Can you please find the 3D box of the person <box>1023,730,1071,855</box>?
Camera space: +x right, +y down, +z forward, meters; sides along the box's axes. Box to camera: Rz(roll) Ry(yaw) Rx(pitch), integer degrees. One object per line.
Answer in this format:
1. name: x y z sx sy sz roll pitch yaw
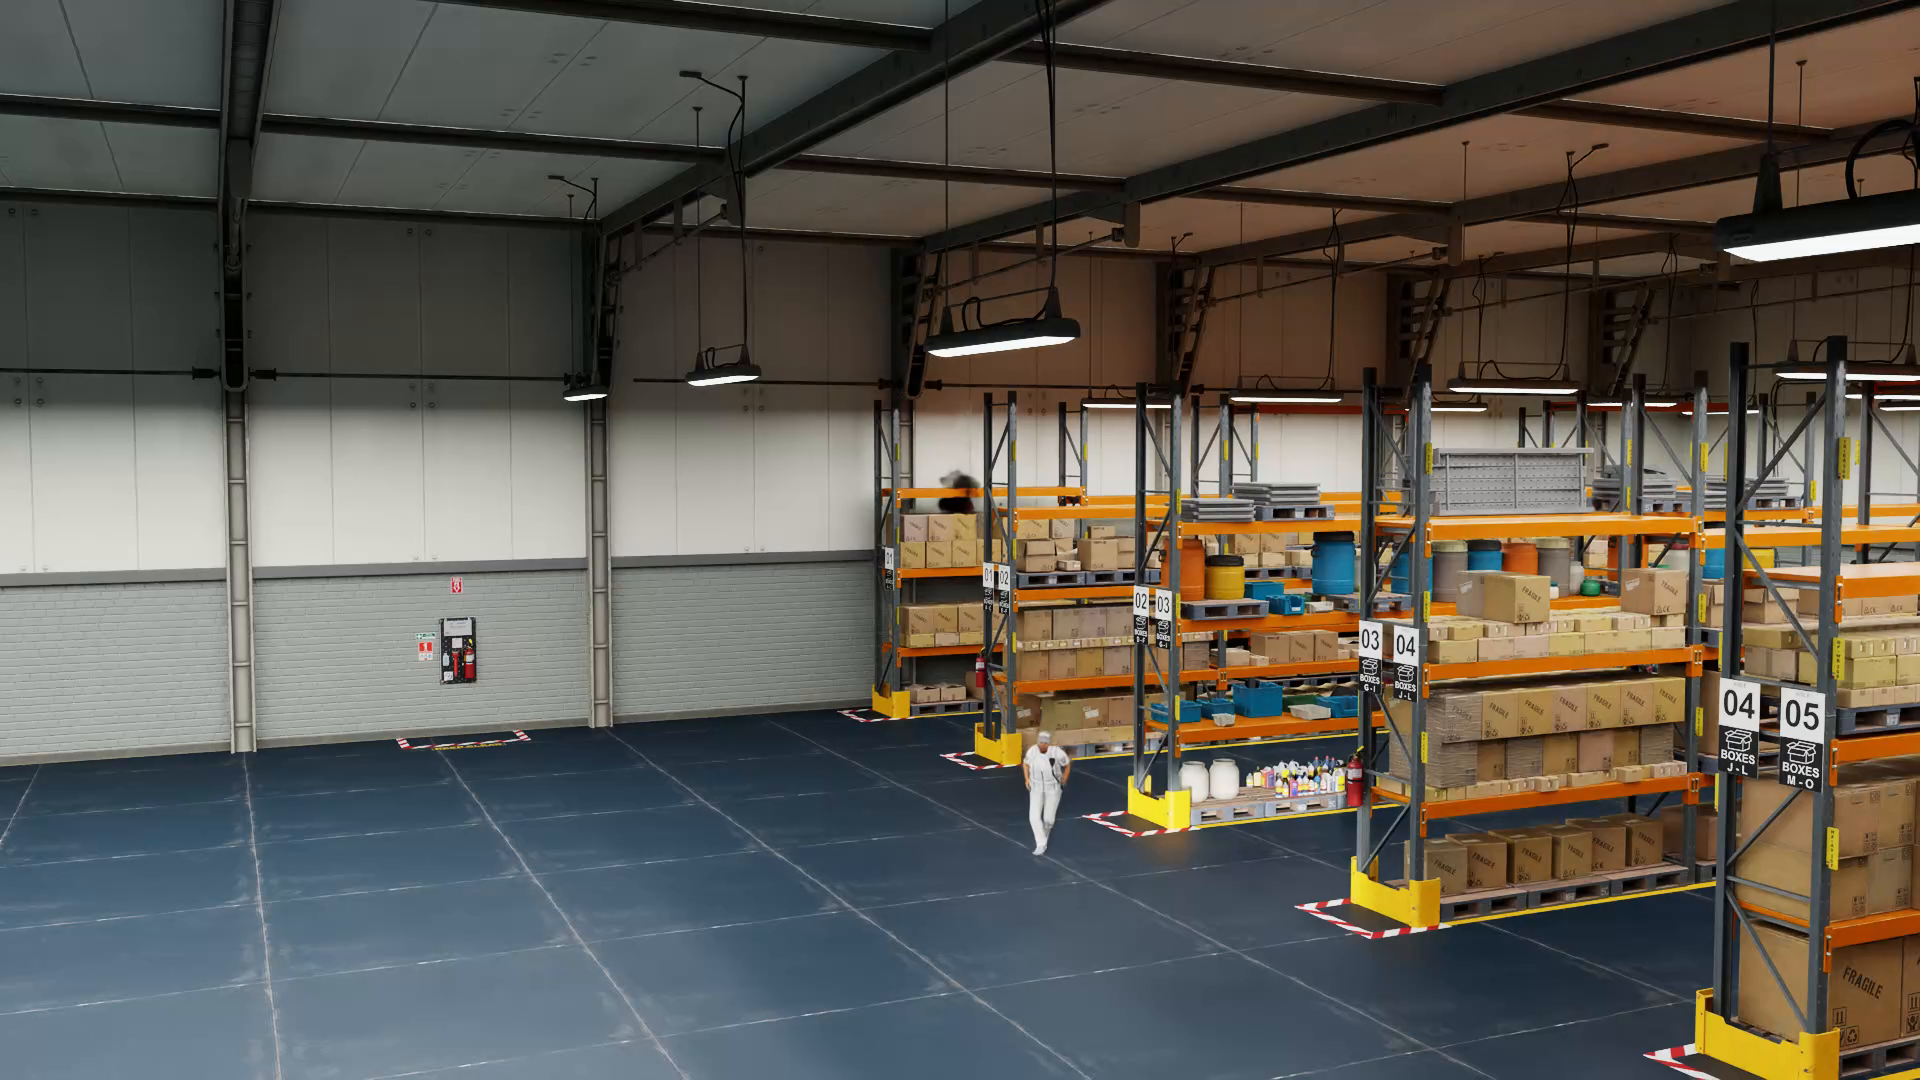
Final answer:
1. person: 1.110 3.168 21.085 0.618 1.618 0.897 1 3 14
